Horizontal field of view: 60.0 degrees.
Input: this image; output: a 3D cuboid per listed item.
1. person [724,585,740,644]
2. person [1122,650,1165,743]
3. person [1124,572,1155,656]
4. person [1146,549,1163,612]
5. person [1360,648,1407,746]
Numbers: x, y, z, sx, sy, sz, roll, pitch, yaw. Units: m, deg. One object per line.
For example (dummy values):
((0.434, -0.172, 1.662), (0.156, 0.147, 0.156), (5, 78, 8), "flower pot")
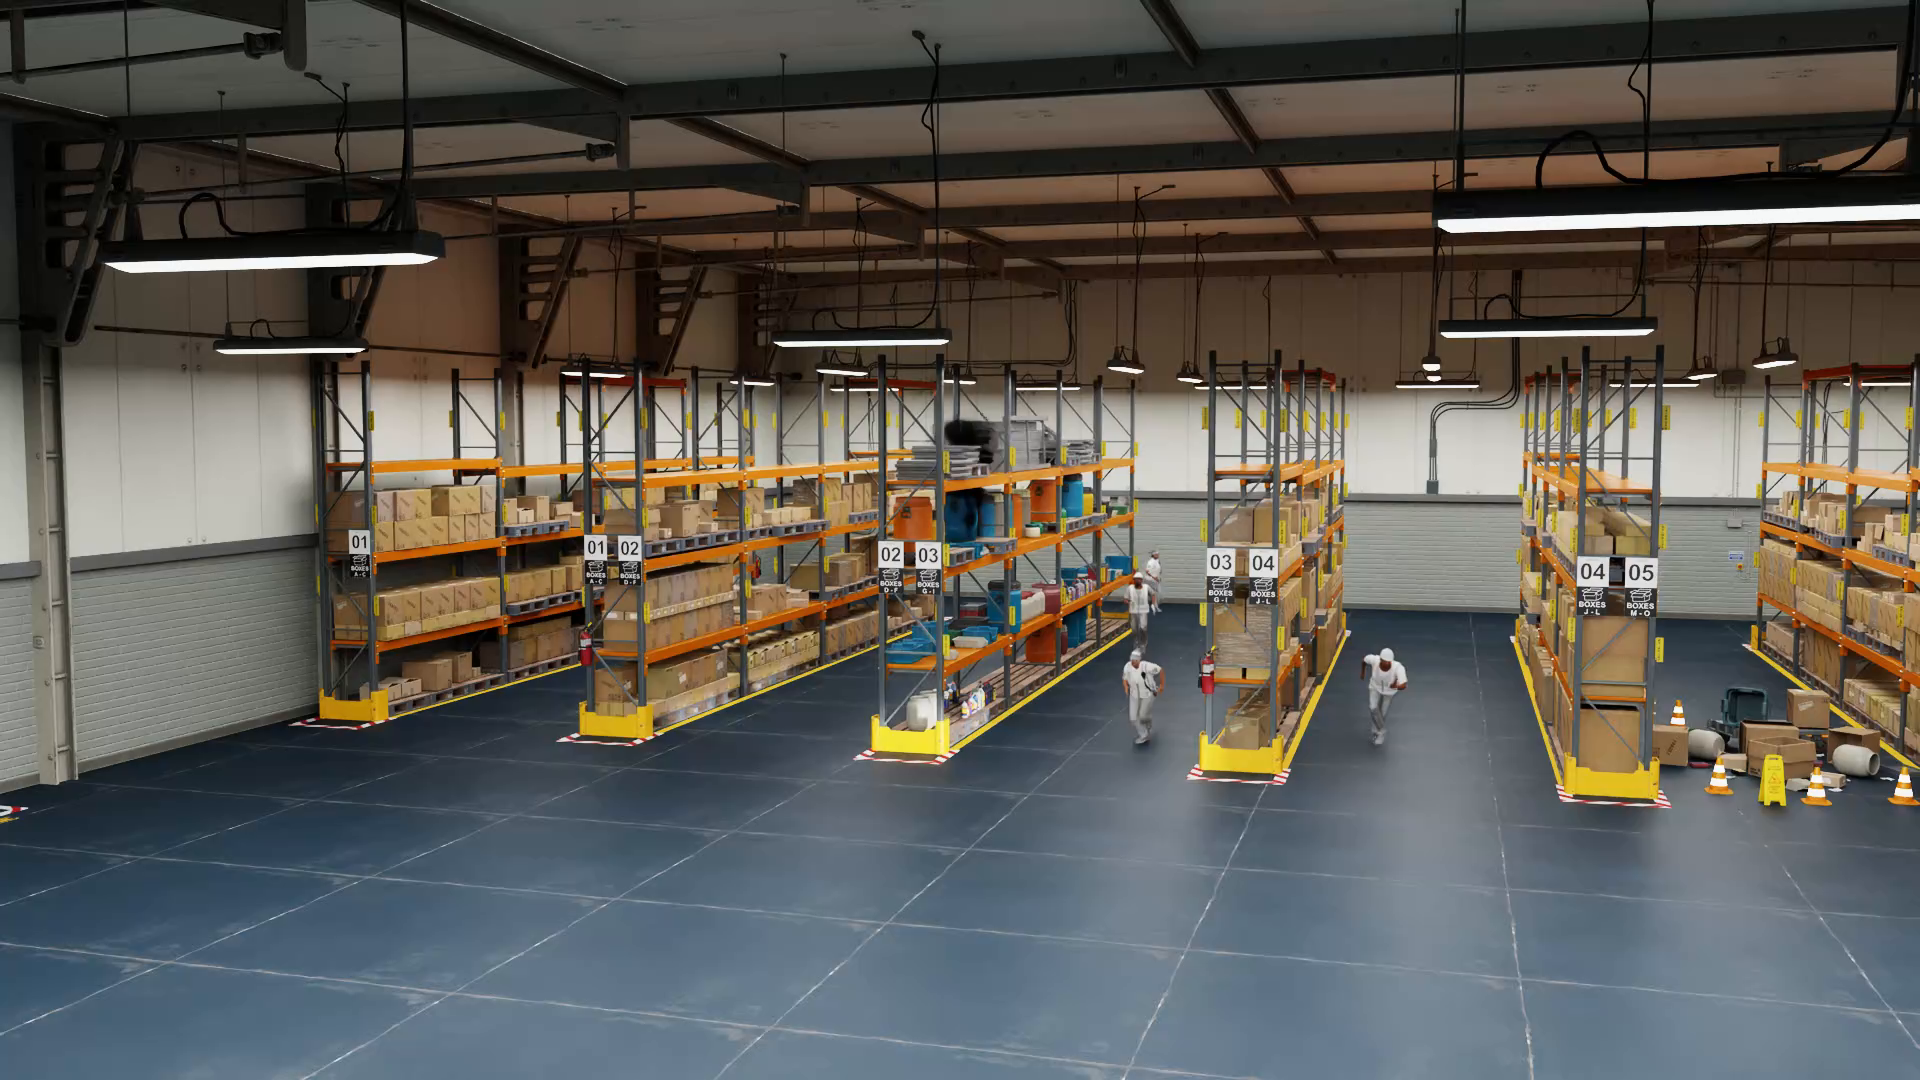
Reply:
((-4.992, 1.591, 36.136), (0.689, 1.732, 1.037), (0, 4, 5), "person")
((2.822, 2.422, 25.658), (0.633, 1.508, 0.783), (2, 4, 23), "person")
((3.826, 1.579, 35.516), (0.663, 1.783, 0.794), (1, 4, 11), "person")
((5.019, 1.055, 43.881), (0.710, 1.659, 0.559), (2, 5, 30), "person")
((6.595, 2.397, 25.929), (0.693, 1.543, 1.161), (1, 4, 12), "person")
